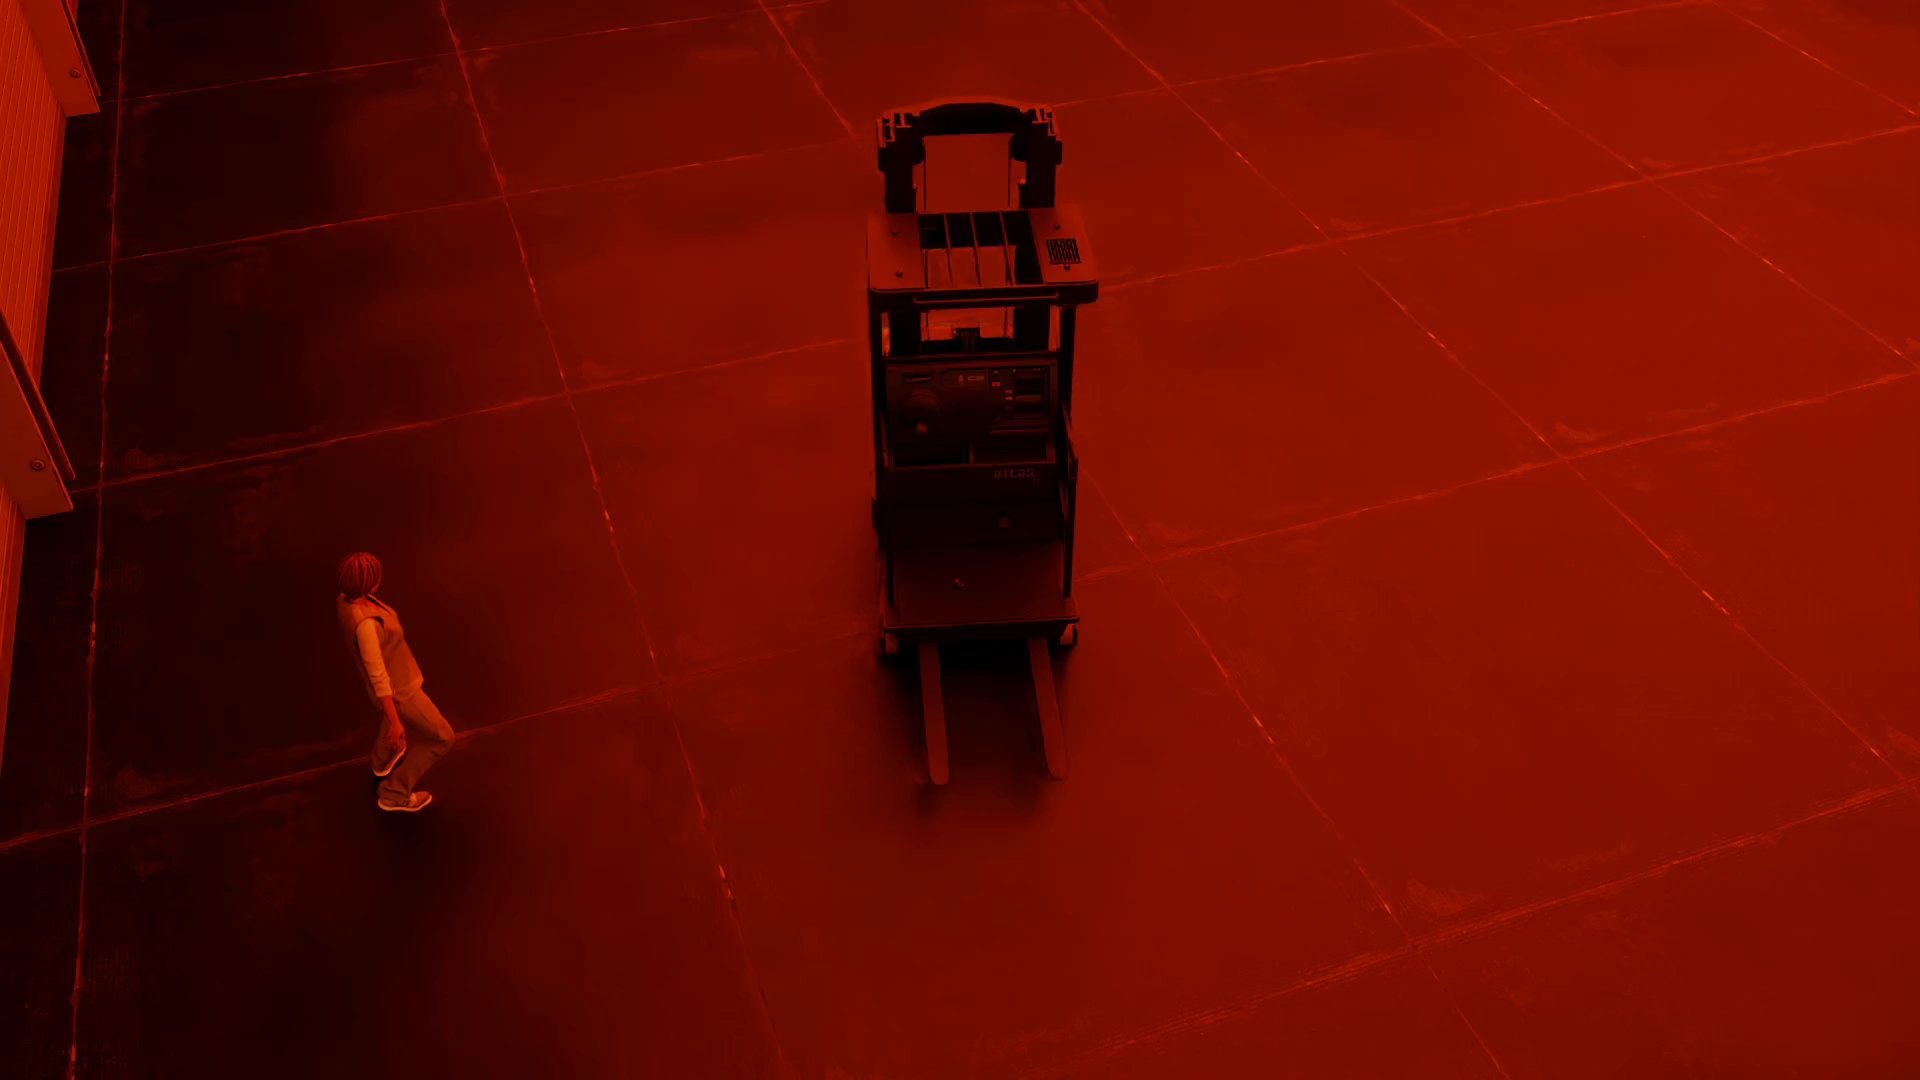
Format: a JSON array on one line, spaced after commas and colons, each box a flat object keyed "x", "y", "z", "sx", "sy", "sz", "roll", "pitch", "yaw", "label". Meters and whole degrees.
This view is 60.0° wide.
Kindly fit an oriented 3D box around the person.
[{"x": -2.840, "y": 0.718, "z": 8.258, "sx": 0.452, "sy": 1.511, "sz": 0.754, "roll": -19, "pitch": 44, "yaw": -21, "label": "person"}]

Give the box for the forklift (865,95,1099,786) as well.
[{"x": 0.084, "y": -0.693, "z": 8.822, "sx": 1.130, "sy": 2.935, "sz": 3.031, "roll": -3, "pitch": 40, "yaw": -3, "label": "forklift"}]
